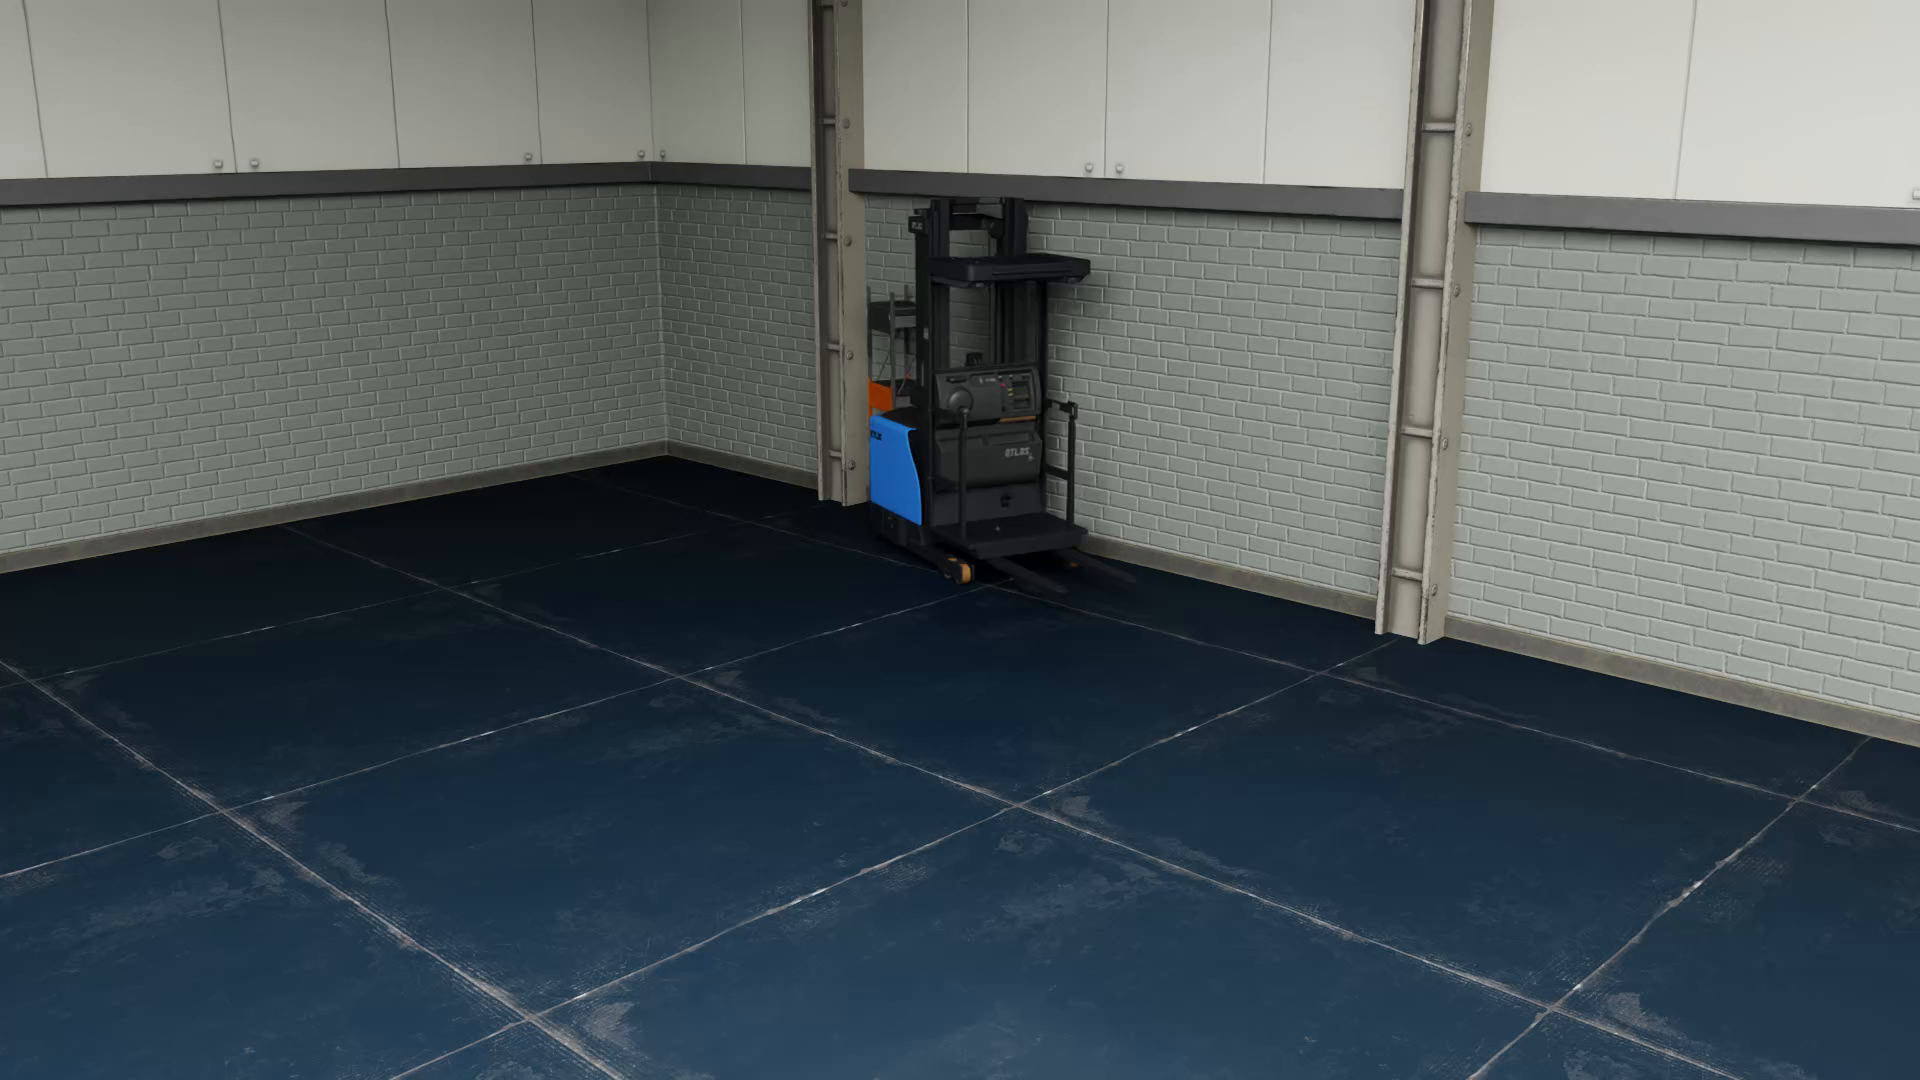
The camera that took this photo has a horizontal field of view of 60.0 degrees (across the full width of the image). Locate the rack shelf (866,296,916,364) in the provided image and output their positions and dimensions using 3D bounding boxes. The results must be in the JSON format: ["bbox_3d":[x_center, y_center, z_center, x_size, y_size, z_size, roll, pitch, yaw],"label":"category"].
[{"bbox_3d":[-0.531,-1.853,14.656,0.431,0.518,0.480,-8,16,-27],"label":"rack shelf"}]

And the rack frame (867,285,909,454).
[{"bbox_3d":[-0.644,-1.243,15.038,0.400,2.100,0.015,-8,16,-27],"label":"rack frame"}]

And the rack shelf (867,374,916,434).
[{"bbox_3d":[-0.531,-1.175,14.832,0.431,0.518,0.480,-8,16,-27],"label":"rack shelf"}]

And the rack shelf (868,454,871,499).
[{"bbox_3d":[-0.531,-0.498,15.008,0.431,0.518,0.480,-8,16,-27],"label":"rack shelf"}]

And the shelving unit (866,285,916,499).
[{"bbox_3d":[-0.531,-1.188,14.829,0.431,2.100,0.503,-8,16,-27],"label":"shelving unit"}]

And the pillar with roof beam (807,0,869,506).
[{"bbox_3d":[-4.098,-3.953,11.756,0.400,9.000,9.100,14,20,42],"label":"pillar with roof beam"}]

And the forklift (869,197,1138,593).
[{"bbox_3d":[0.332,-1.198,13.217,1.130,2.935,3.031,-8,16,-27],"label":"forklift"}]

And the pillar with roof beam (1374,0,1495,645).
[{"bbox_3d":[0.221,-2.903,7.726,0.400,9.000,9.100,14,20,42],"label":"pillar with roof beam"}]

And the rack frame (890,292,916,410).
[{"bbox_3d":[-0.418,-1.134,14.619,0.400,2.100,0.015,-8,16,-27],"label":"rack frame"}]
